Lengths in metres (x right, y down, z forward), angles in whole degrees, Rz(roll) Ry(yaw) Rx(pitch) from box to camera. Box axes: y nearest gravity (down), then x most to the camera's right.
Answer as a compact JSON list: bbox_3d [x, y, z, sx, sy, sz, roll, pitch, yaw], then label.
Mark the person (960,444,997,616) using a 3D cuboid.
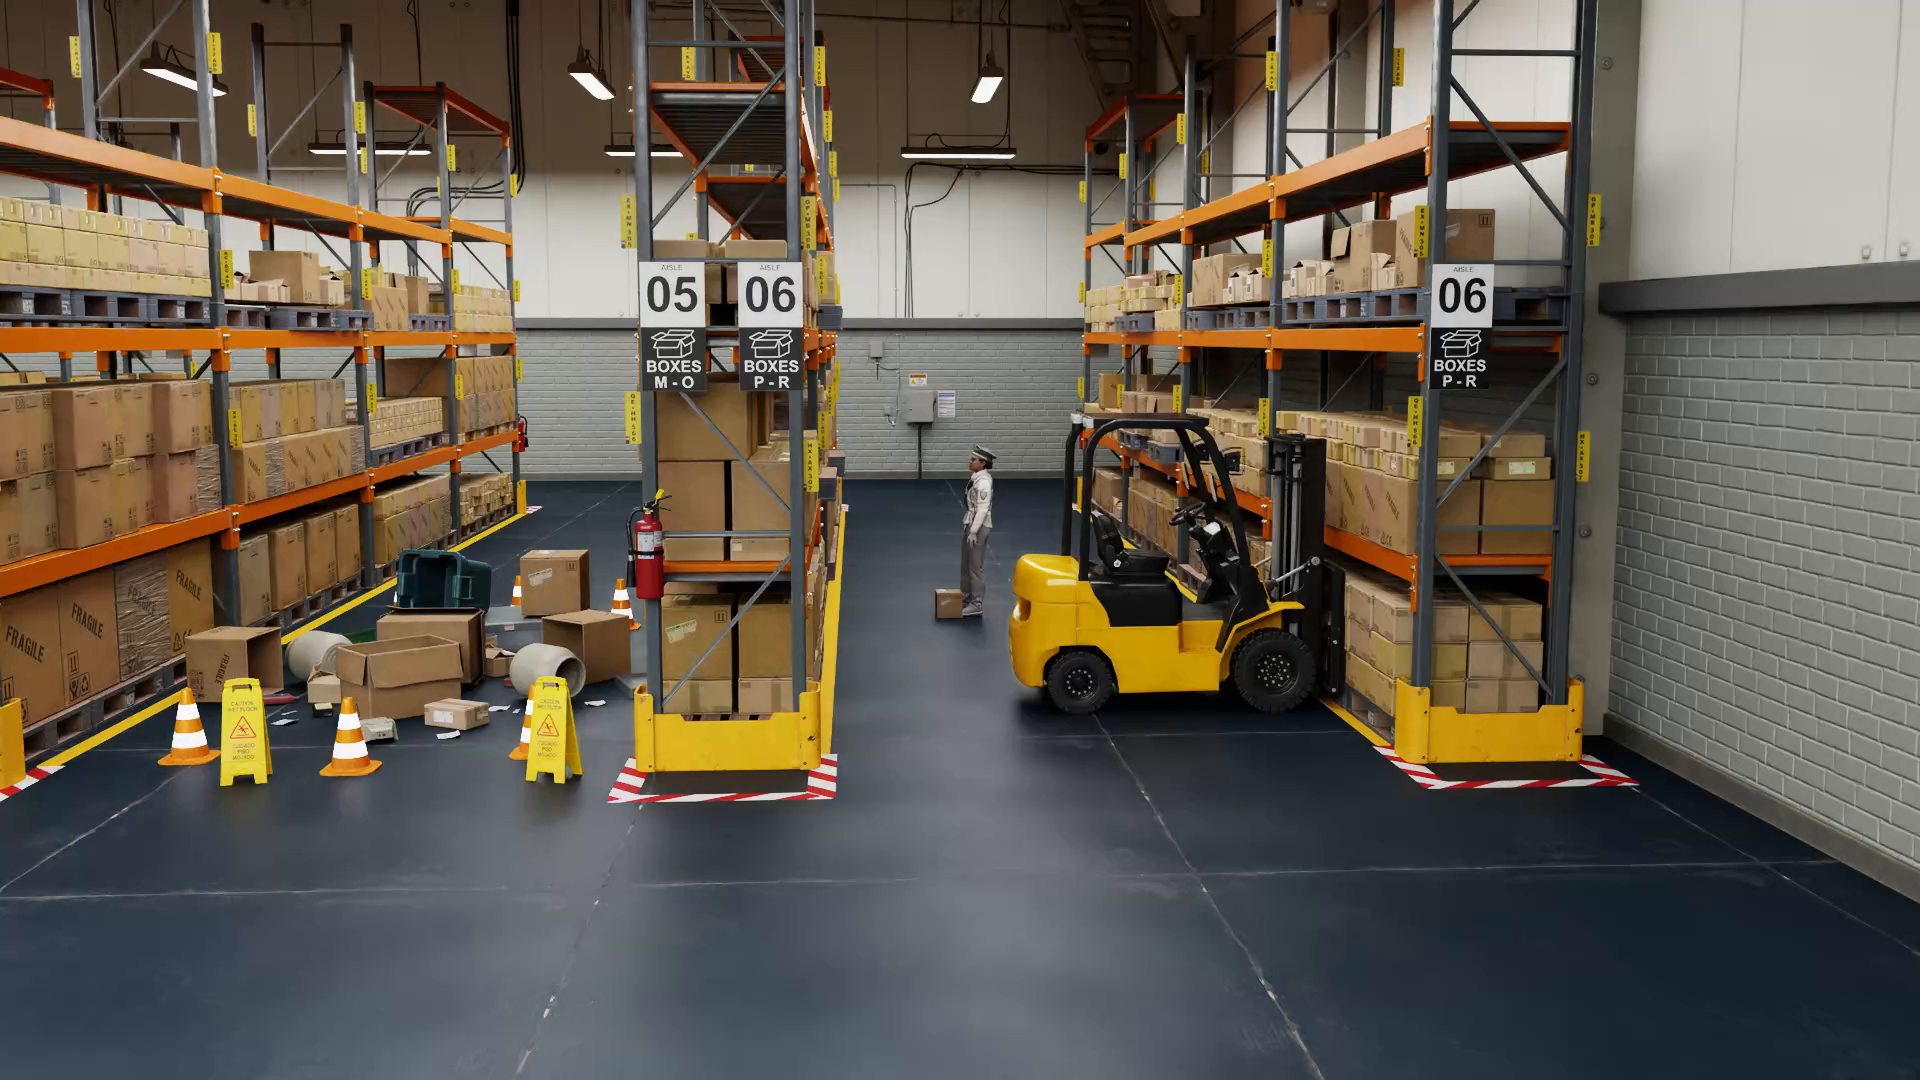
[{"bbox_3d":[0.092,-0.101,16.370,0.531,1.695,0.586,0,7,-4],"label":"person"}]
